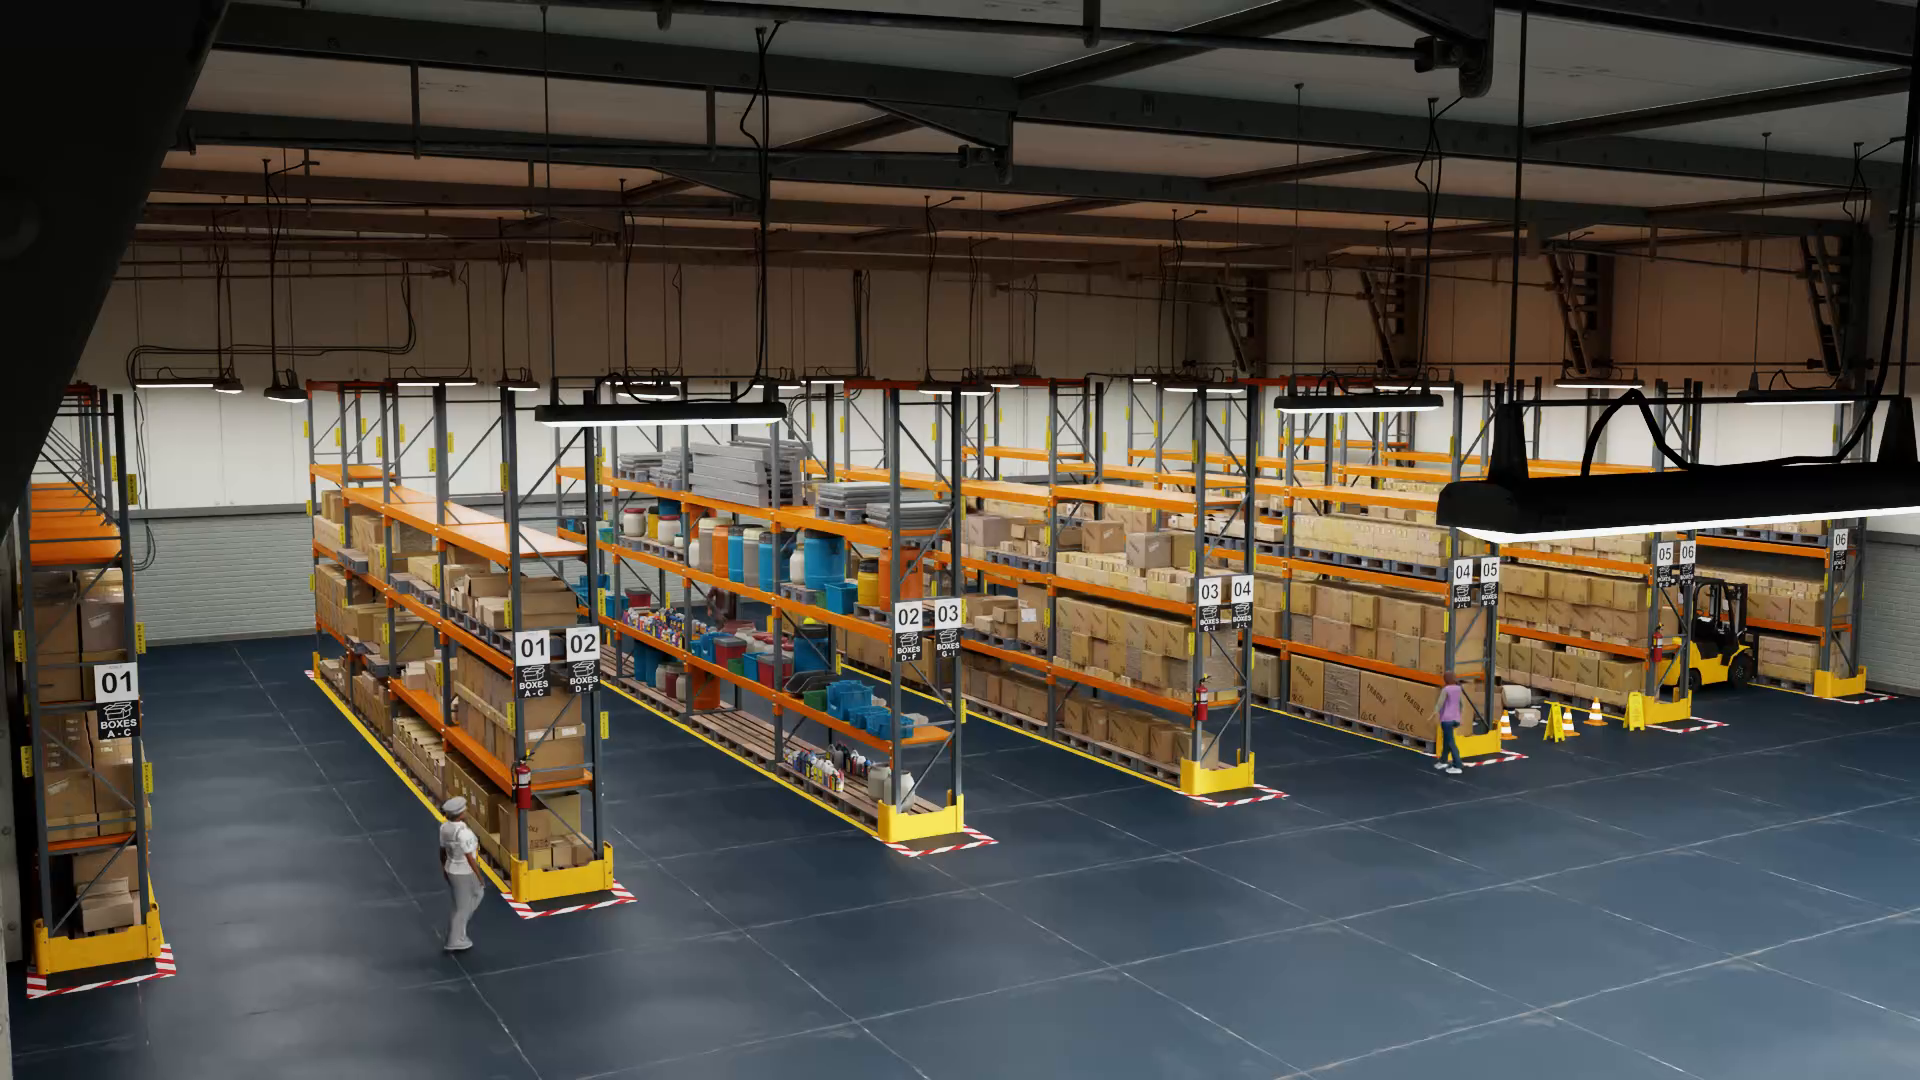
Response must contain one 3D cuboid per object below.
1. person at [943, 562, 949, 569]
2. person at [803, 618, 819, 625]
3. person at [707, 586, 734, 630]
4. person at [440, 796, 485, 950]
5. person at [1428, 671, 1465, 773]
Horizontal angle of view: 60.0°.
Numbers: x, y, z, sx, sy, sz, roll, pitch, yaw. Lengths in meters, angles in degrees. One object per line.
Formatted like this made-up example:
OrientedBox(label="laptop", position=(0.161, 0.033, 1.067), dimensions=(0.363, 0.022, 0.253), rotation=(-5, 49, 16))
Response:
OrientedBox(label="person", position=(-0.342, 1.338, 38.891), dimensions=(0.534, 1.748, 1.061), rotation=(-3, 7, -25))
OrientedBox(label="person", position=(-2.628, 2.247, 29.532), dimensions=(0.687, 1.747, 0.687), rotation=(3, 7, 30))
OrientedBox(label="person", position=(-5.201, 1.618, 36.590), dimensions=(0.702, 1.815, 0.934), rotation=(-3, 7, -23))
OrientedBox(label="person", position=(-5.335, 3.591, 17.899), dimensions=(0.464, 1.691, 0.464), rotation=(-3, 7, -25))
OrientedBox(label="person", position=(7.576, 2.817, 25.755), dimensions=(0.486, 1.617, 0.708), rotation=(-3, 7, -27))
